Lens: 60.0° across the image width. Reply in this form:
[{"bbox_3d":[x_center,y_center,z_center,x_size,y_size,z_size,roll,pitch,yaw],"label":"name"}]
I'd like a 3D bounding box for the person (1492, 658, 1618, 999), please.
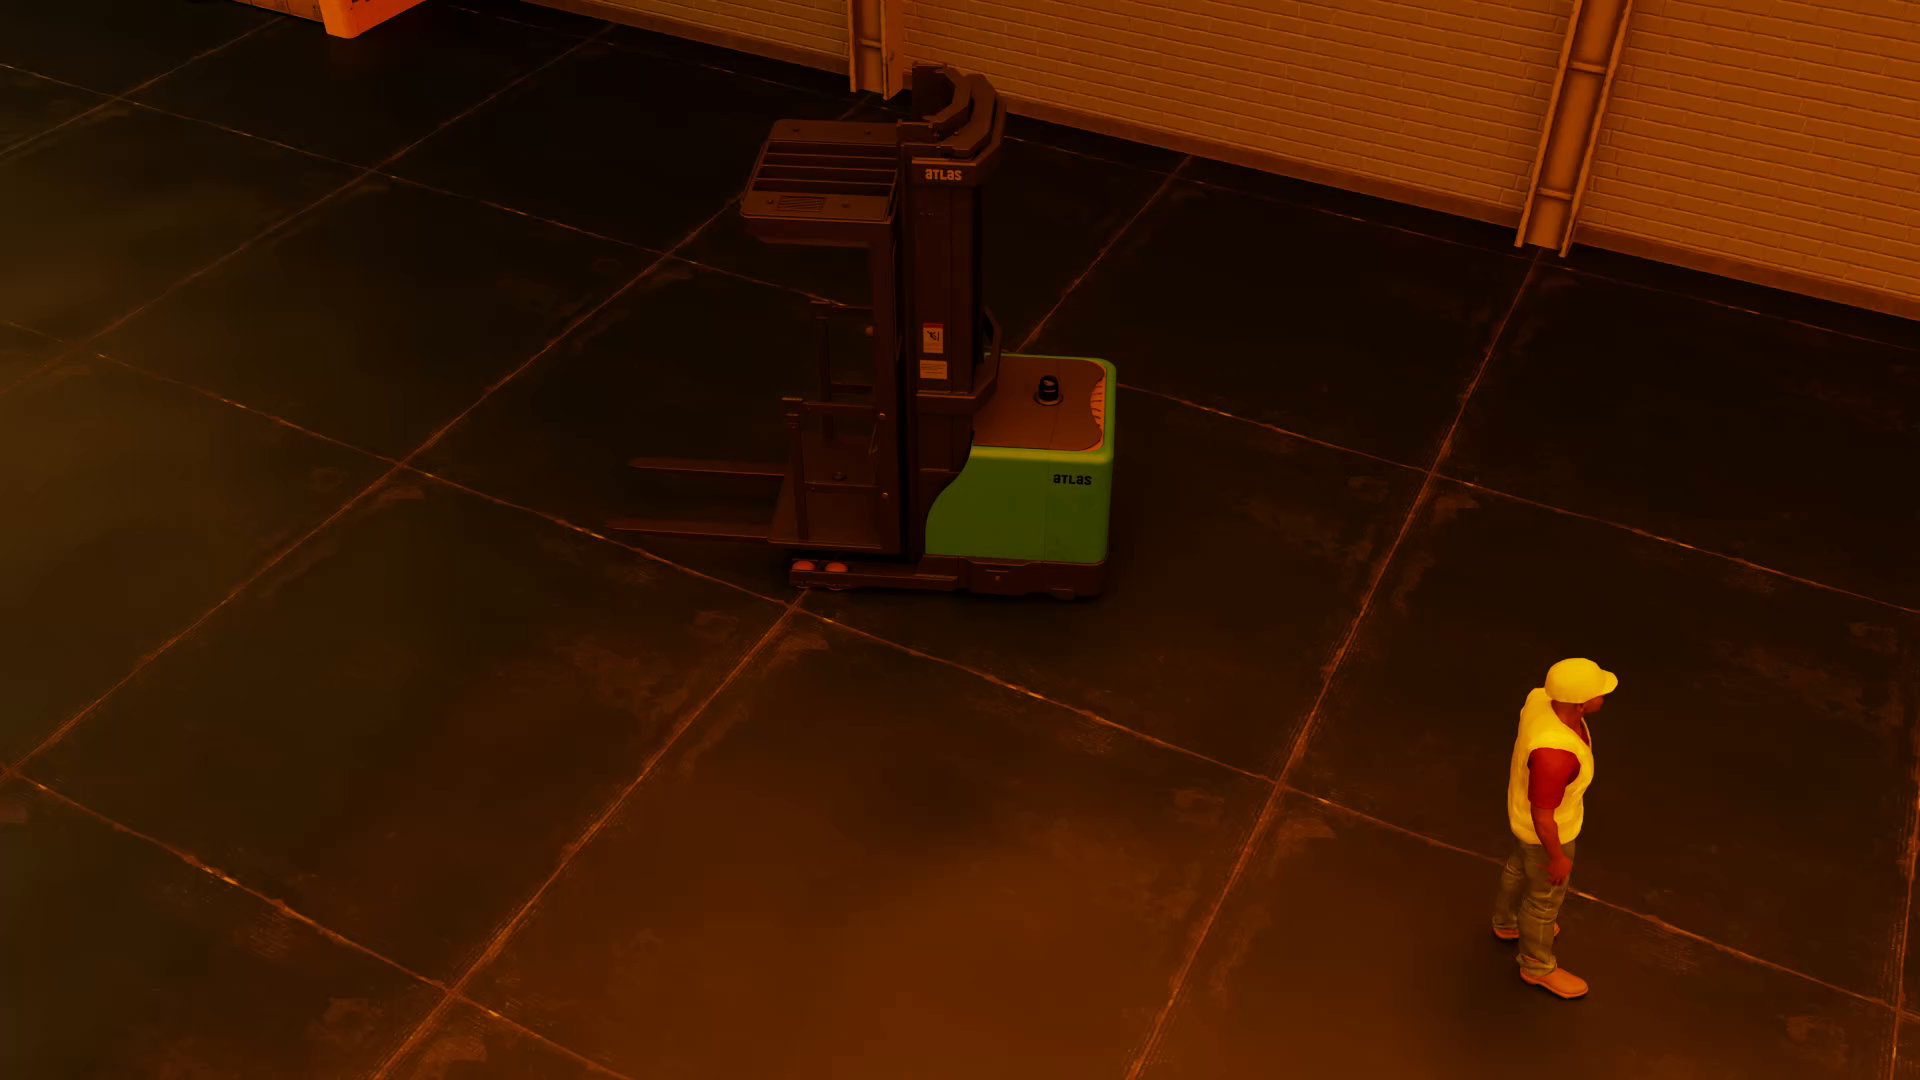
[{"bbox_3d":[2.690,1.231,7.417,0.576,1.767,0.665,8,41,9],"label":"person"}]

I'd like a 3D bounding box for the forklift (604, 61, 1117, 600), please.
[{"bbox_3d":[-0.606,-1.157,9.360,3.031,2.935,1.130,3,40,4],"label":"forklift"}]
